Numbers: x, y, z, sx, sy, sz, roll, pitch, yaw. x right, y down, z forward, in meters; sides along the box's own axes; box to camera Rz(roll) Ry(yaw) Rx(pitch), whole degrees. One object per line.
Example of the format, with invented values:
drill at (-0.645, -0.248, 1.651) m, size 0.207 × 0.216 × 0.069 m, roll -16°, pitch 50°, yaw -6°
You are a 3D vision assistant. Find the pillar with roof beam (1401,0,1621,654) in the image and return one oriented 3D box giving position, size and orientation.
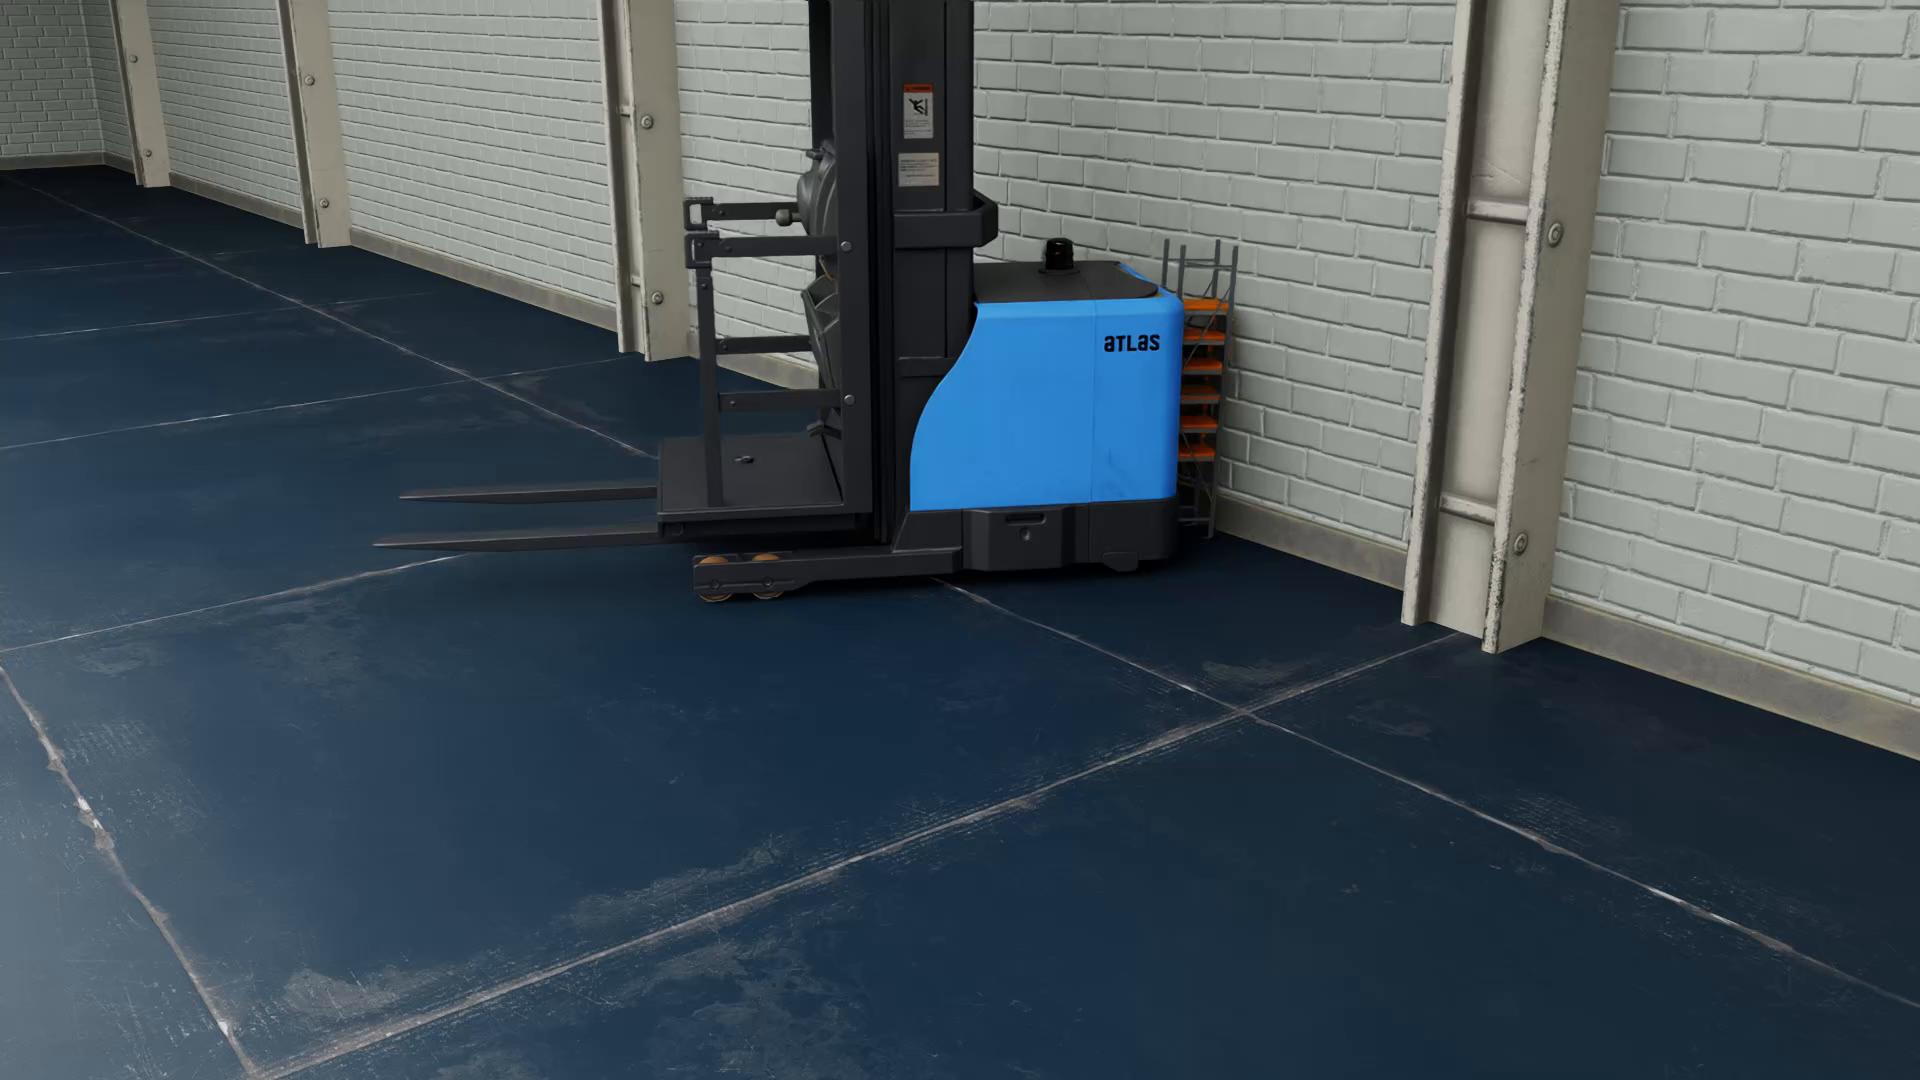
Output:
pillar with roof beam at (-1.550, -3.120, 1.969) m, size 9.100 × 9.000 × 0.400 m, roll -14°, pitch 23°, yaw -36°

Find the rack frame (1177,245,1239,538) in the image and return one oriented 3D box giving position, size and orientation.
rack frame at (0.951, -0.578, 6.670) m, size 0.240 × 1.200 × 0.006 m, roll -2°, pitch 18°, yaw -13°

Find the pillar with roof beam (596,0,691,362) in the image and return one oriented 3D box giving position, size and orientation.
pillar with roof beam at (-5.275, -4.598, 6.434) m, size 9.100 × 9.000 × 0.400 m, roll -14°, pitch 23°, yaw -36°

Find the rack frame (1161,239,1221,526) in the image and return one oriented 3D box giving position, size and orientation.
rack frame at (0.909, -0.632, 6.839) m, size 0.240 × 1.200 × 0.006 m, roll -2°, pitch 18°, yaw -13°

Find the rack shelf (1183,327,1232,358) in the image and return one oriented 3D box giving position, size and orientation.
rack shelf at (0.938, -0.792, 6.697) m, size 0.258 × 0.103 × 0.180 m, roll -2°, pitch 18°, yaw -13°

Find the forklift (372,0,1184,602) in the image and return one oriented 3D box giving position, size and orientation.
forklift at (-0.713, -1.339, 6.245) m, size 3.031 × 2.935 × 1.130 m, roll -3°, pitch 19°, yaw -9°

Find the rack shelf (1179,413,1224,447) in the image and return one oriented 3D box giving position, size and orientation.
rack shelf at (0.924, -0.448, 6.803) m, size 0.258 × 0.103 × 0.180 m, roll -2°, pitch 18°, yaw -13°

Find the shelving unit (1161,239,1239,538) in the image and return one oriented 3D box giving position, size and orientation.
shelving unit at (0.930, -0.605, 6.755) m, size 0.258 × 1.200 × 0.189 m, roll -2°, pitch 18°, yaw -13°

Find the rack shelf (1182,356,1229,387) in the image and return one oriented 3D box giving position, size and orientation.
rack shelf at (0.933, -0.677, 6.732) m, size 0.258 × 0.103 × 0.180 m, roll -2°, pitch 18°, yaw -13°

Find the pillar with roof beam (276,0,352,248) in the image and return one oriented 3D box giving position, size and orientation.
pillar with roof beam at (-9.001, -6.077, 10.899) m, size 9.100 × 9.000 × 0.400 m, roll -14°, pitch 23°, yaw -36°

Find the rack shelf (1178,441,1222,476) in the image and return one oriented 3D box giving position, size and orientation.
rack shelf at (0.919, -0.334, 6.839) m, size 0.258 × 0.103 × 0.180 m, roll -2°, pitch 18°, yaw -13°

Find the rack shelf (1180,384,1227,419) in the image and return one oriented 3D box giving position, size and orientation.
rack shelf at (0.928, -0.563, 6.768) m, size 0.258 × 0.103 × 0.180 m, roll -2°, pitch 18°, yaw -13°

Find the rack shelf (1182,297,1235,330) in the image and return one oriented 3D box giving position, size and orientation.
rack shelf at (0.943, -0.906, 6.661) m, size 0.258 × 0.103 × 0.180 m, roll -2°, pitch 18°, yaw -13°

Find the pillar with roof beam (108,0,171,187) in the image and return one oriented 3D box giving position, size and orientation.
pillar with roof beam at (-12.726, -7.555, 15.364) m, size 9.100 × 9.000 × 0.400 m, roll -14°, pitch 23°, yaw -36°
